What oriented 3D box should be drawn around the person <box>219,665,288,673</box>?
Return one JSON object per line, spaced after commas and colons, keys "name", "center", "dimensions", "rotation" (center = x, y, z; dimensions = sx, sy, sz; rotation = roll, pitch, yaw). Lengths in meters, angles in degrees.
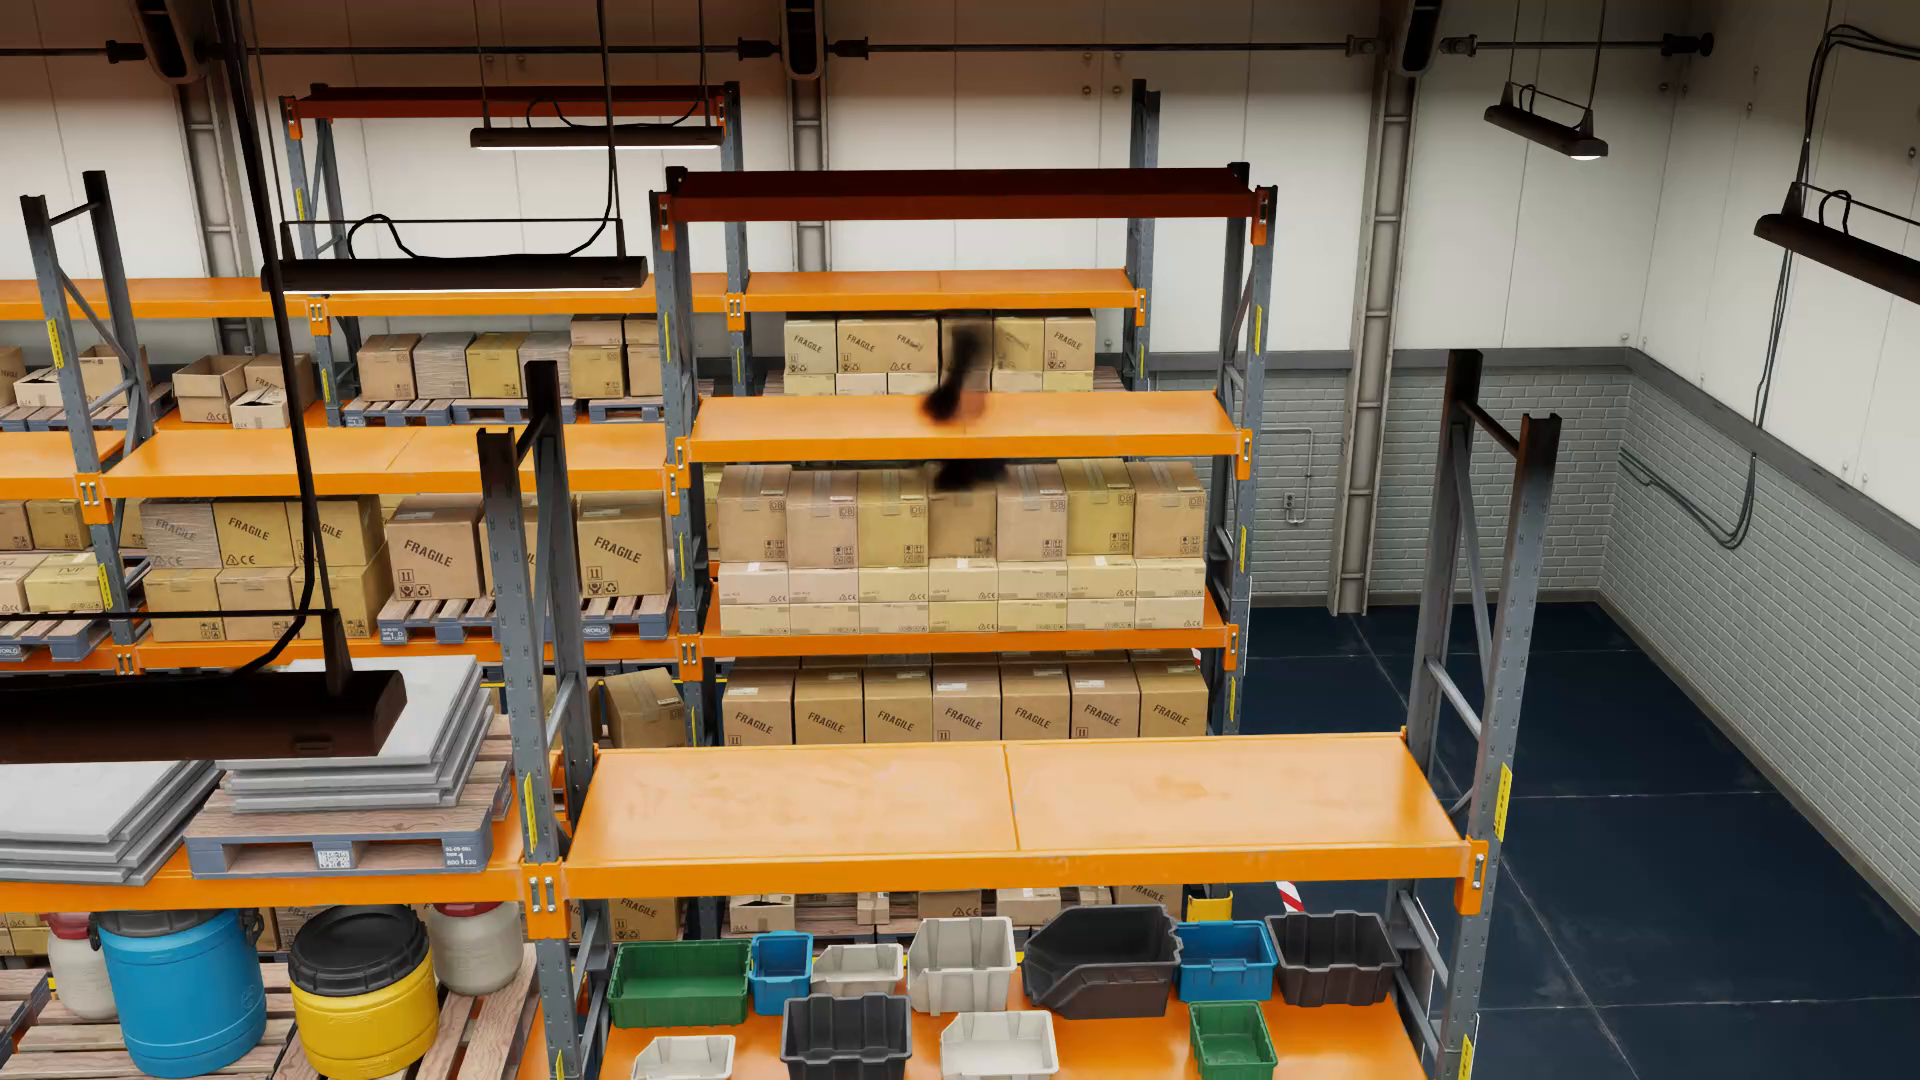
{"name": "person", "center": [-6.435, 1.409, 15.634], "dimensions": [0.904, 1.554, 0.541], "rotation": [-8, 24, -20]}
